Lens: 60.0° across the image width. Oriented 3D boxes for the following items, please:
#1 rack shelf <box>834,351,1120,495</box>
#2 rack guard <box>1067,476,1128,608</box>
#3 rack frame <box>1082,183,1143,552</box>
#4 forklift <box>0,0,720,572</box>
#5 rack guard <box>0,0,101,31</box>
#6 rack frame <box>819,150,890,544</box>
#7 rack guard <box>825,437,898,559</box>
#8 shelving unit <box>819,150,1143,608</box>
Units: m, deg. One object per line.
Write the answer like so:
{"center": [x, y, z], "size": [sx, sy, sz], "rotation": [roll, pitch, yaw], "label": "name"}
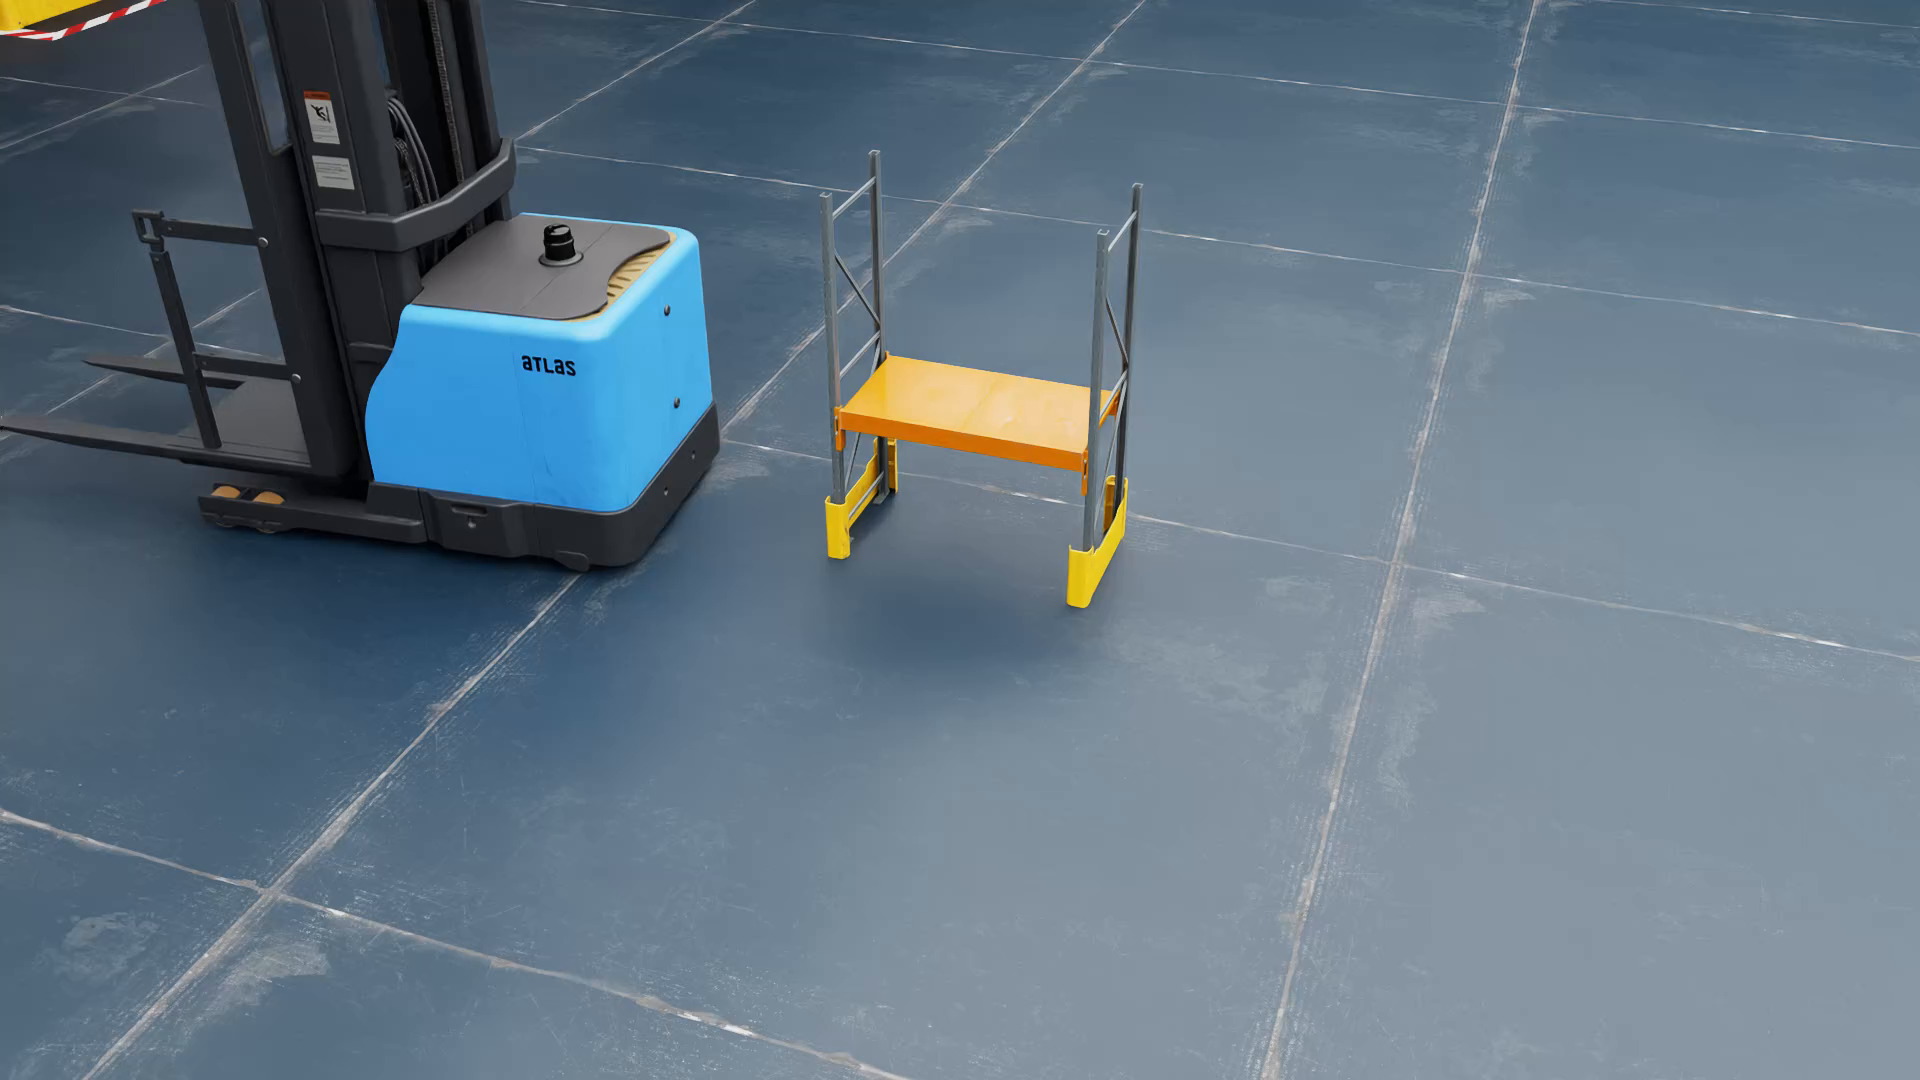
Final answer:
{"center": [0.080, -0.463, 6.417], "size": [1.000, 0.185, 0.538], "rotation": [11, 34, 16], "label": "rack shelf"}
{"center": [0.541, 0.000, 6.519], "size": [0.087, 0.250, 0.587], "rotation": [11, 34, 16], "label": "rack guard"}
{"center": [0.559, -0.521, 6.175], "size": [0.032, 1.500, 0.500], "rotation": [11, 34, 16], "label": "rack frame"}
{"center": [-2.616, -1.527, 6.413], "size": [3.031, 2.935, 1.130], "rotation": [8, 34, 12], "label": "forklift"}
{"center": [-7.280, -4.459, 13.195], "size": [0.348, 0.500, 1.175], "rotation": [11, 34, 16], "label": "rack guard"}
{"center": [-0.398, -0.707, 6.463], "size": [0.032, 1.500, 0.500], "rotation": [11, 34, 16], "label": "rack frame"}
{"center": [-0.397, -0.182, 6.802], "size": [0.087, 0.250, 0.587], "rotation": [11, 34, 16], "label": "rack guard"}
{"center": [0.072, -0.616, 6.322], "size": [1.083, 1.500, 0.587], "rotation": [11, 34, 16], "label": "shelving unit"}
